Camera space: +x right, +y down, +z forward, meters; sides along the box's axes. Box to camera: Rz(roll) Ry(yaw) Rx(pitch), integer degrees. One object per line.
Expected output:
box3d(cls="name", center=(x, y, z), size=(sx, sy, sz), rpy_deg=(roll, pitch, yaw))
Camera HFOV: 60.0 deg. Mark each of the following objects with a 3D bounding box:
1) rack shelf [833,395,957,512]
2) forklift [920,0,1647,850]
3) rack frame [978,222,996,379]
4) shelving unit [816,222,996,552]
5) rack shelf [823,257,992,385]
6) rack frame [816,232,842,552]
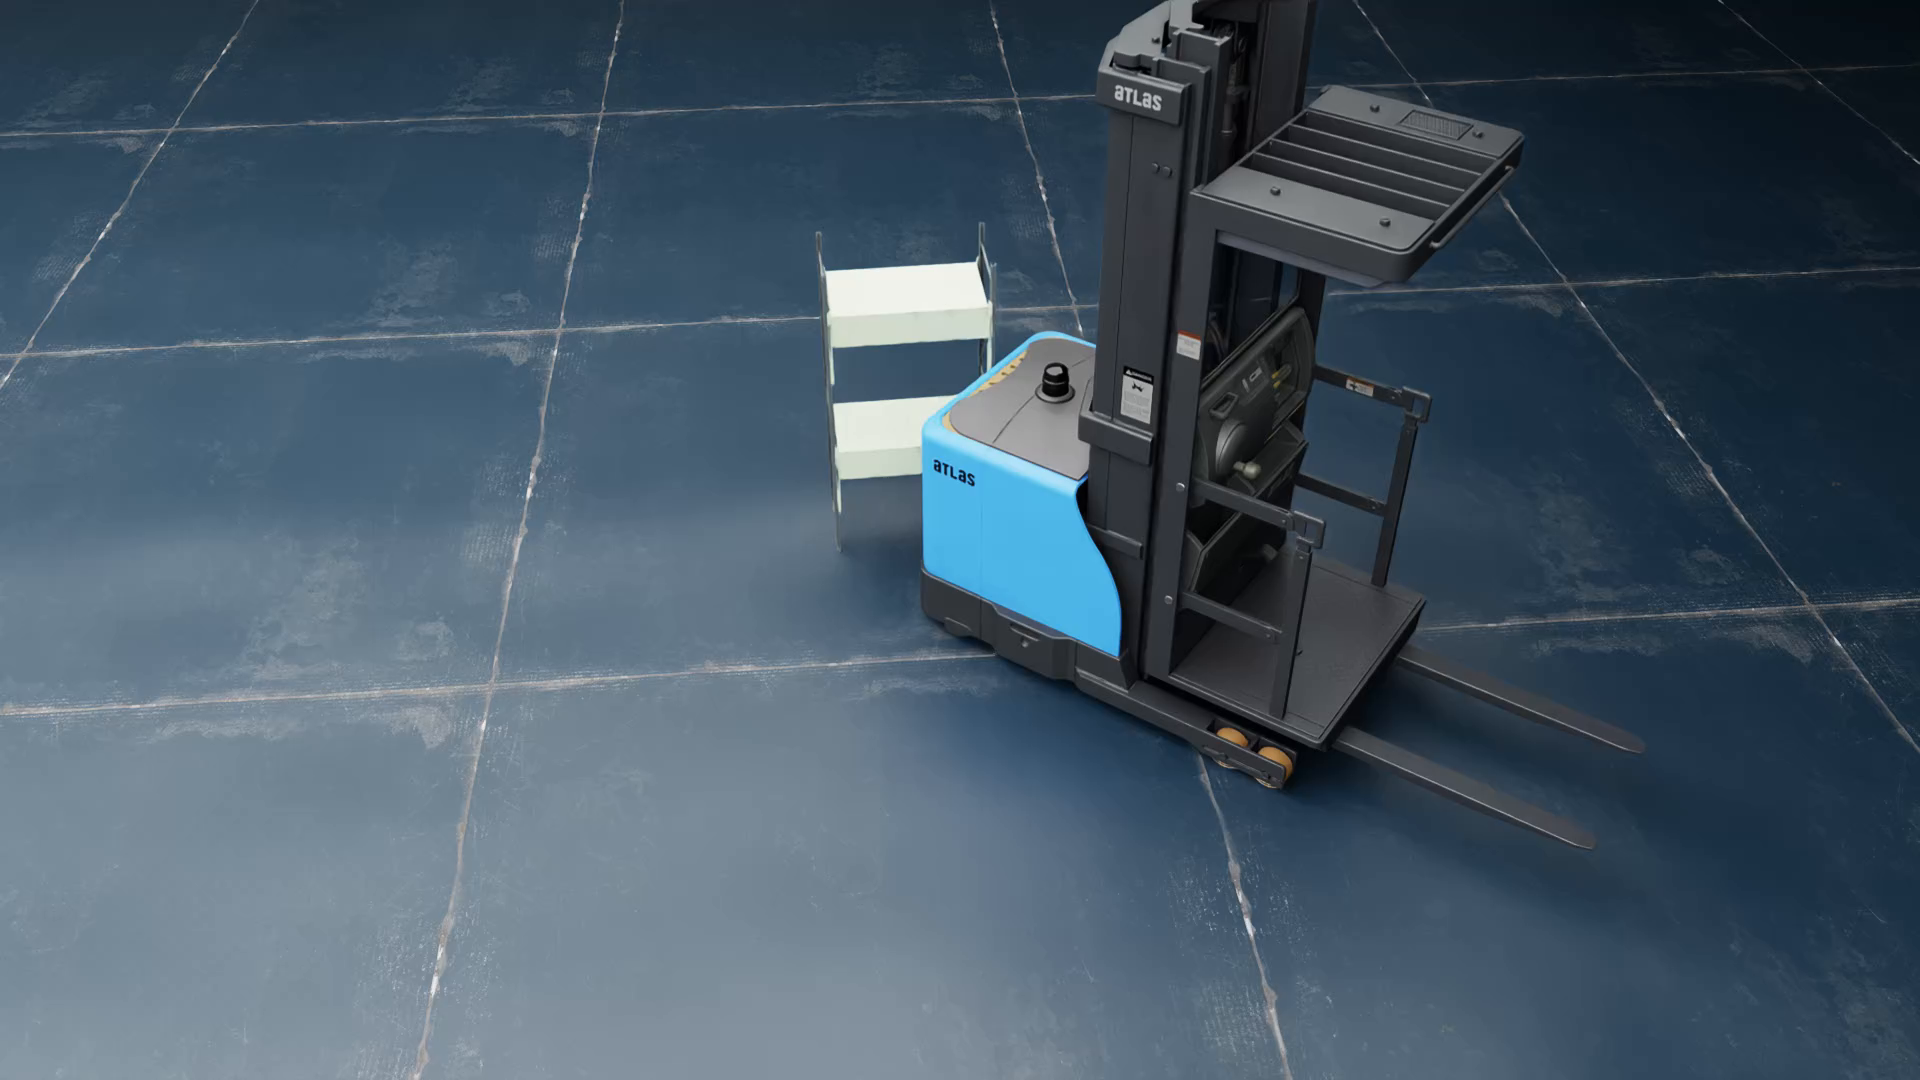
box3d(cls="rack shelf", center=(-0.242, -0.429, 7.931), size=(0.720, 0.370, 0.431), rpy_deg=(-4, 38, -6))
box3d(cls="forklift", center=(1.323, -0.516, 6.360), size=(3.031, 2.935, 1.130), rpy_deg=(23, 44, 27))
box3d(cls="rack frame", center=(0.121, -0.713, 7.764), size=(0.023, 1.500, 0.400), rpy_deg=(-4, 38, -6))
box3d(cls="shelving unit", center=(-0.242, -0.685, 7.729), size=(0.755, 1.500, 0.431), rpy_deg=(-4, 38, -6))
box3d(cls="rack shelf", center=(-0.242, -0.991, 7.487), size=(0.720, 0.370, 0.431), rpy_deg=(-4, 38, -6))
box3d(cls="rack frame", center=(-0.605, -0.657, 7.694), size=(0.023, 1.500, 0.400), rpy_deg=(-4, 38, -6))
